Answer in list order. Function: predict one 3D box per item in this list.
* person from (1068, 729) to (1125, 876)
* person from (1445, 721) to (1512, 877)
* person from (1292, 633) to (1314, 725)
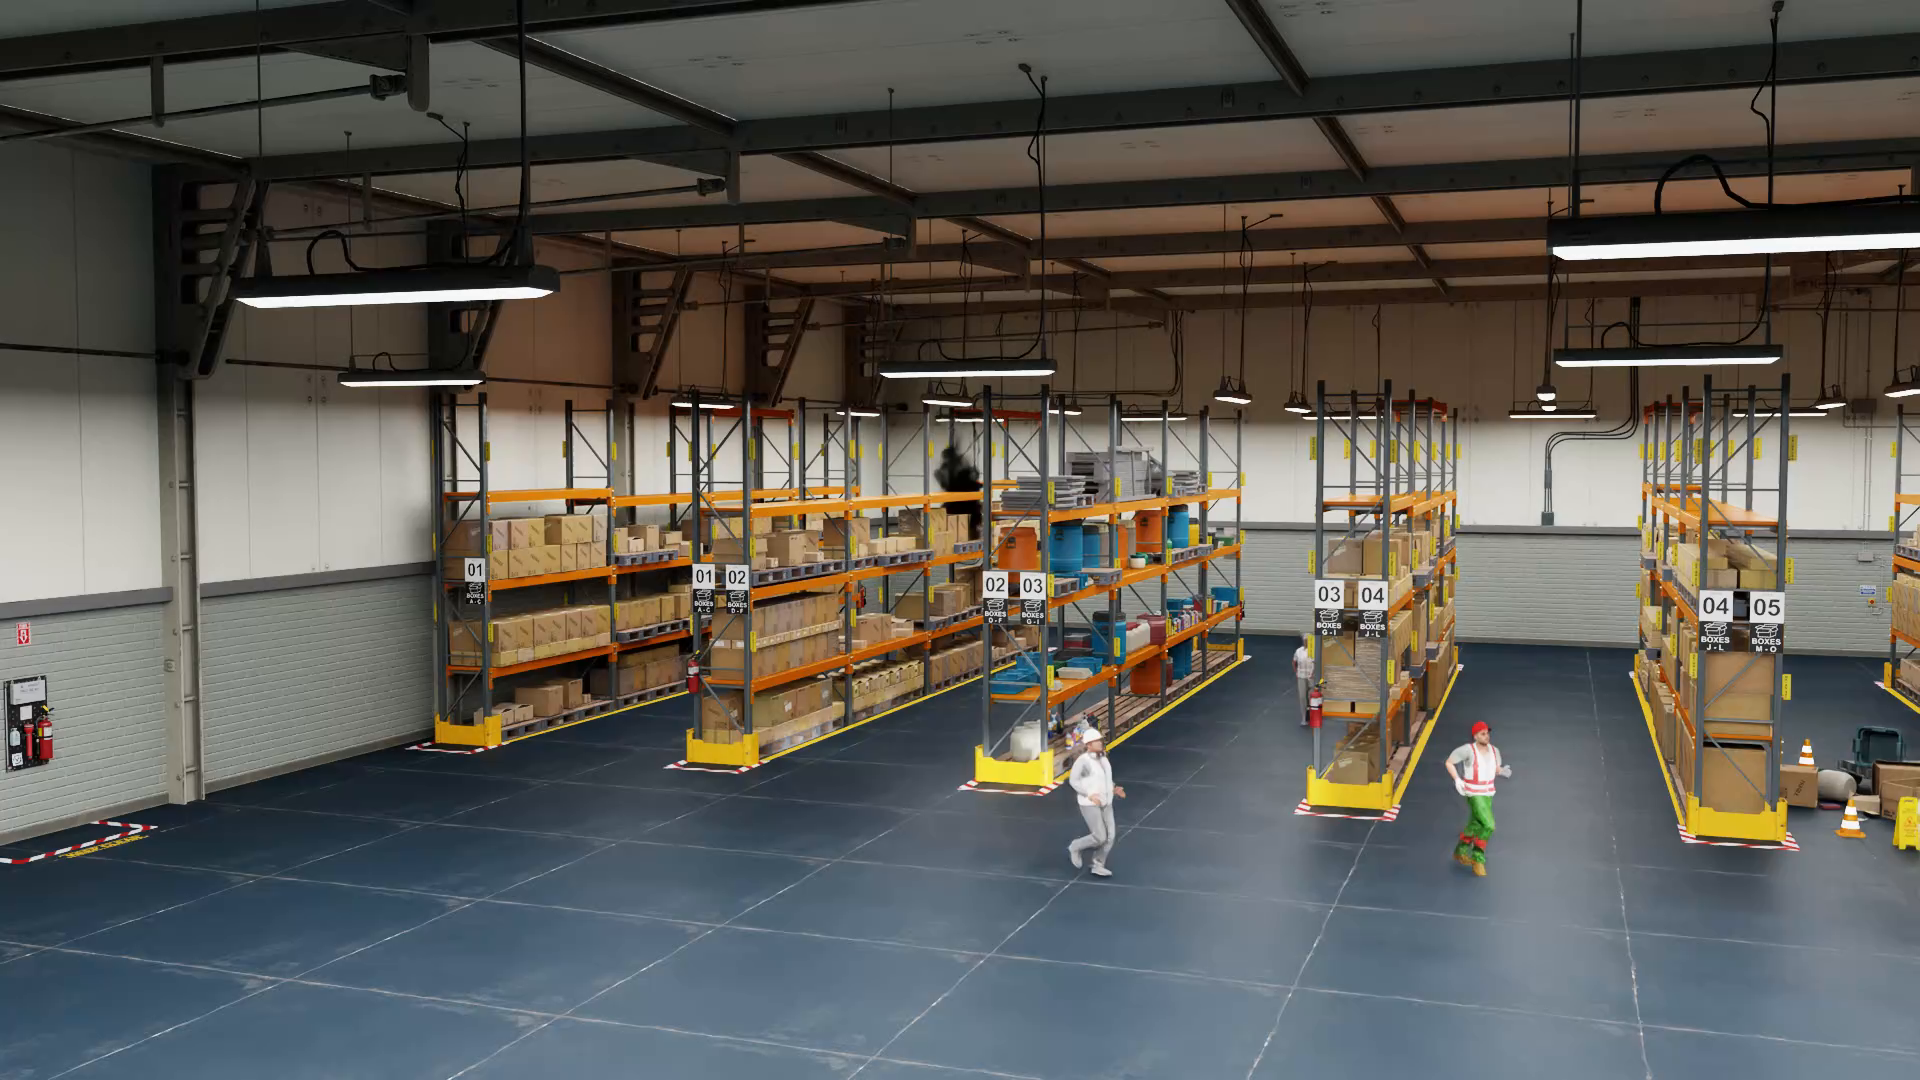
[{"bbox_3d":[1.599,3.093,19.631,0.609,1.722,0.658,3,4,44],"label":"person"},{"bbox_3d":[6.197,2.988,19.788,0.616,1.675,0.759,-2,3,-29],"label":"person"},{"bbox_3d":[6.396,2.535,30.614,0.594,1.672,0.779,1,3,21],"label":"person"}]
